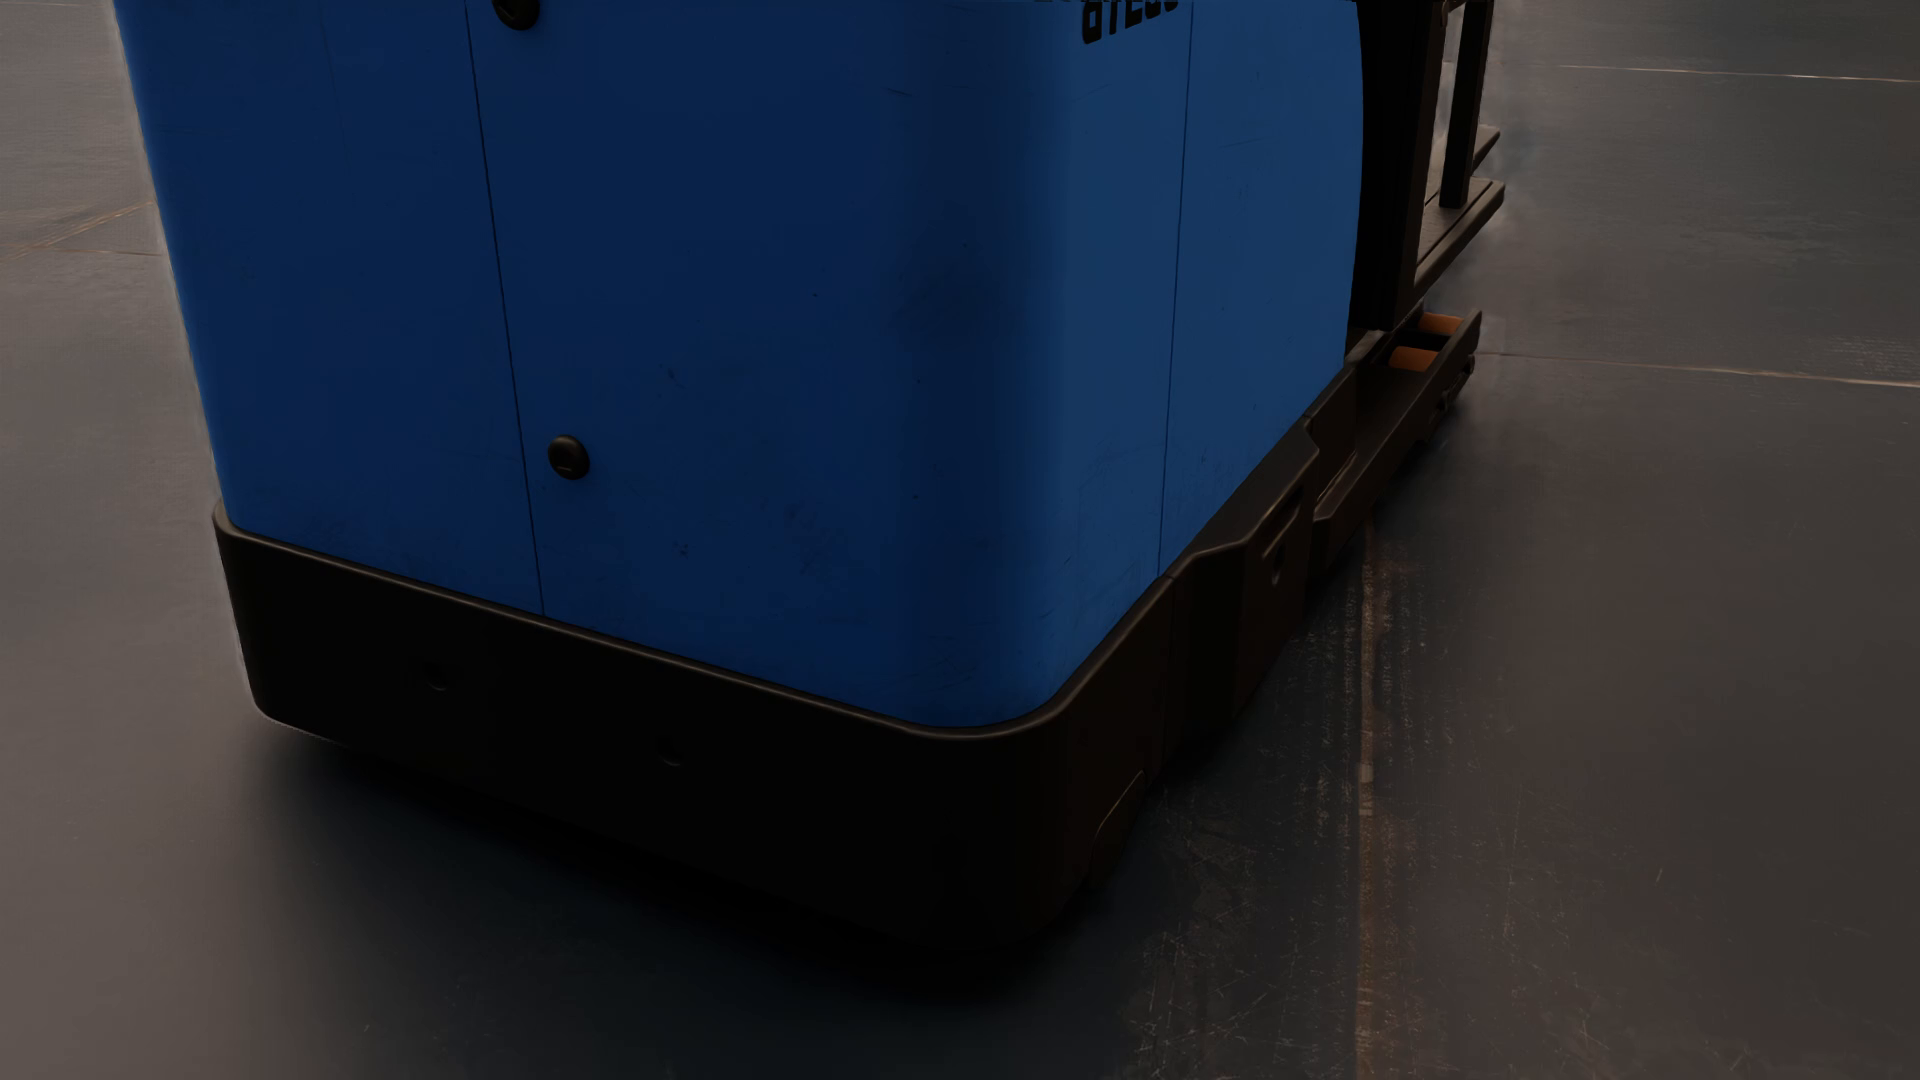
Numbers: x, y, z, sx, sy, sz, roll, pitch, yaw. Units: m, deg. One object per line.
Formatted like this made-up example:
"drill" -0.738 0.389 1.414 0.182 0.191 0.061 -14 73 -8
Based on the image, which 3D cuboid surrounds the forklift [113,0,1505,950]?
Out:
"forklift" 0.279 -1.553 2.325 1.130 2.935 3.031 13 30 24
